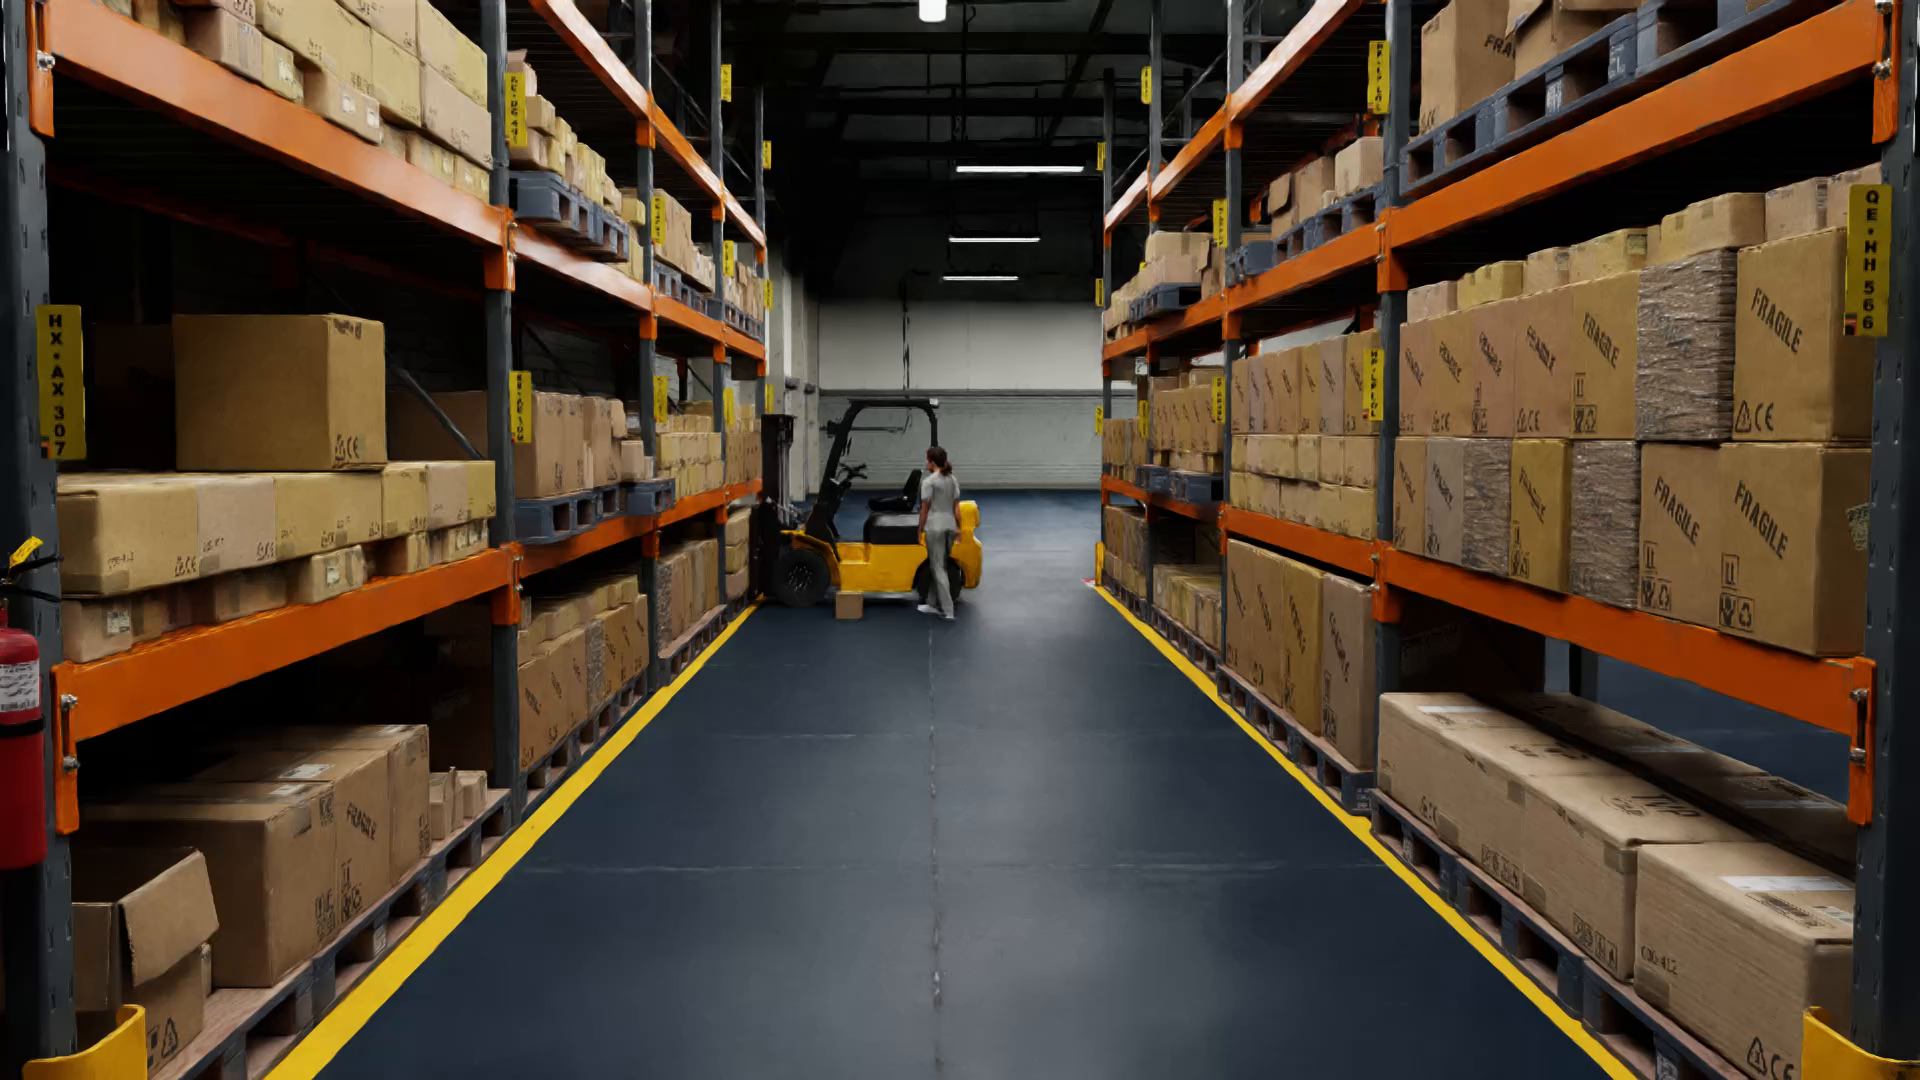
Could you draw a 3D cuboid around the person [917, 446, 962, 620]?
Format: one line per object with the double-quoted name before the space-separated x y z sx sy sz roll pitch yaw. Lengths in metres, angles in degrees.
"person" -0.292 -0.080 16.093 0.463 1.669 0.647 -3 5 -41
